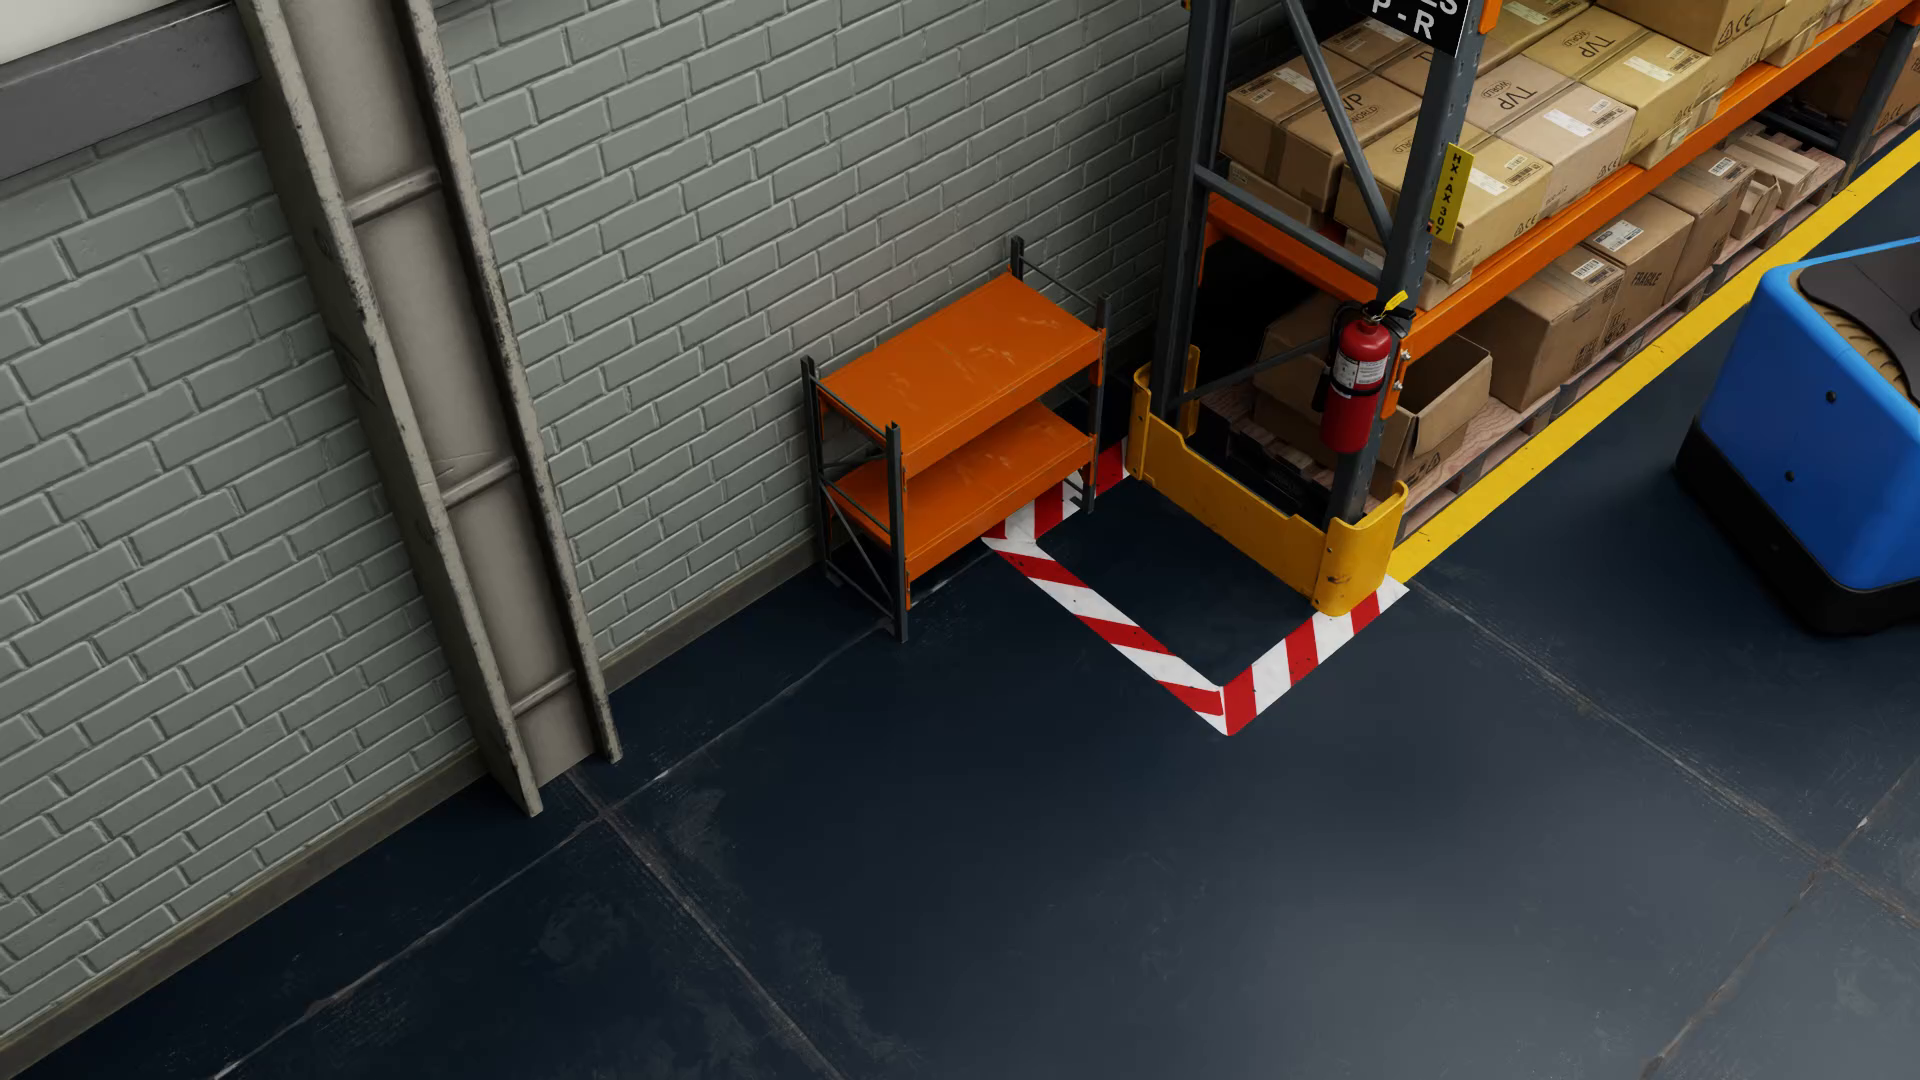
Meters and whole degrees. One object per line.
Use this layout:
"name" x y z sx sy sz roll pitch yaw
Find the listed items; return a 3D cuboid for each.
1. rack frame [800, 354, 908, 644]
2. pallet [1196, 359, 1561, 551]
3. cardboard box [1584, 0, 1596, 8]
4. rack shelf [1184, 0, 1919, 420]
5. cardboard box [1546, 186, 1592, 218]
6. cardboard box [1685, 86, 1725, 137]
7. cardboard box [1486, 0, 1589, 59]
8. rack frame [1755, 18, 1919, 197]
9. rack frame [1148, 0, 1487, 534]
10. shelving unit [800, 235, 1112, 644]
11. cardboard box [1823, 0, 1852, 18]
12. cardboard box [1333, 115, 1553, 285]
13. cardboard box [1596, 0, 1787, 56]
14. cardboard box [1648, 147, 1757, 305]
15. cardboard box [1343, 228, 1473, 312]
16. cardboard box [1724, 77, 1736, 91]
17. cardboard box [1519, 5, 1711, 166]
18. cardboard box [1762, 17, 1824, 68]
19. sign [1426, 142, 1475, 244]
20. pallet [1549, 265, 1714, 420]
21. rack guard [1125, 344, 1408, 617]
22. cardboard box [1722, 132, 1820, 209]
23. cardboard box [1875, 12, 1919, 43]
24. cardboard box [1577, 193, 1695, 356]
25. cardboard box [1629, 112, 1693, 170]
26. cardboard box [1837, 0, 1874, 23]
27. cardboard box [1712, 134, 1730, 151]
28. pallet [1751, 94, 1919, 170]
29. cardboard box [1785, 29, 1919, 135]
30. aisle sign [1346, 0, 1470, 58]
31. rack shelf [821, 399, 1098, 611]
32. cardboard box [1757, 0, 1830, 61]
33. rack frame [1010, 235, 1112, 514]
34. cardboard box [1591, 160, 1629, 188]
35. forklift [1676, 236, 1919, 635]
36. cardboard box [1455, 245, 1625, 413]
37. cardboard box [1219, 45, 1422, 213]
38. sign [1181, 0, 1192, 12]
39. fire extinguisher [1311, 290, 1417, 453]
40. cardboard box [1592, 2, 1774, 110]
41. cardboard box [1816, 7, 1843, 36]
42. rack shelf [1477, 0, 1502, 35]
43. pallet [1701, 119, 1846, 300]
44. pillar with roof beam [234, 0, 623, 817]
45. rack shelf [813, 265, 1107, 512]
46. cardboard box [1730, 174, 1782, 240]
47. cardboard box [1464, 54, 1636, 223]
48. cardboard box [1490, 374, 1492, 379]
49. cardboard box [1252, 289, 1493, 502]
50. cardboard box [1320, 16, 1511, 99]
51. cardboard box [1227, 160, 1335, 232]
"rack frame" -0.379 -0.126 6.101 0.032 1.125 0.500 -34 56 -27
"pallet" 1.780 -0.549 7.113 1.213 0.211 1.003 -34 56 -27
"cardboard box" 2.435 -2.239 6.675 0.500 0.250 0.500 -34 56 -27
"rack shelf" 2.614 -1.808 6.866 4.000 0.370 1.077 -34 56 -27
"cardboard box" 2.118 -1.382 6.155 0.250 0.149 0.380 -32 55 -26
"cardboard box" 2.730 -1.742 6.487 0.250 0.149 0.380 -33 55 -26
"cardboard box" 2.048 -1.981 6.437 0.500 0.250 0.500 -32 55 -26
"rack frame" 4.094 -3.040 7.514 0.127 3.000 1.000 -34 56 -27
"rack frame" 1.134 -1.063 5.690 0.127 3.000 1.000 -34 56 -27
"shelving unit" -0.004 -0.378 6.333 1.048 1.125 0.538 -34 56 -27
"cardboard box" 3.520 -2.450 6.869 0.500 0.250 0.500 -34 56 -27
"cardboard box" 1.651 -1.191 5.707 0.500 0.250 0.500 -33 56 -27
"cardboard box" 2.761 -2.187 6.116 0.500 0.500 0.500 -32 55 -26
"cardboard box" 3.077 -1.523 7.529 0.500 0.500 0.700 -36 57 -28
"cardboard box" 1.562 -0.991 5.794 0.250 0.149 0.380 -34 56 -27
"cardboard box" 2.874 -1.907 6.640 0.250 0.149 0.380 -34 56 -27
"cardboard box" 2.397 -1.692 6.170 0.500 0.250 0.500 -35 56 -28
"cardboard box" 3.291 -2.122 6.838 0.250 0.149 0.380 -35 56 -28
"sign" 1.499 -1.061 5.099 0.005 0.325 0.100 -34 56 -27
"pallet" 2.682 -1.149 7.667 1.213 0.211 1.003 -34 56 -27
"rack guard" 1.190 -0.253 6.643 0.348 0.500 1.175 -34 56 -27
"cardboard box" 3.879 -1.781 8.006 0.250 0.149 0.380 -35 56 -28
"cardboard box" 4.538 -2.588 8.071 0.250 0.149 0.380 -31 55 -26
"cardboard box" 2.768 -1.217 7.247 0.500 0.500 0.500 -33 55 -27
"cardboard box" 2.549 -1.601 6.357 0.250 0.149 0.380 -35 56 -28
"cardboard box" 3.674 -2.378 7.074 0.250 0.149 0.380 -32 55 -26
"cardboard box" 3.446 -2.073 8.165 0.500 0.311 0.500 -32 55 -26
"pallet" 4.670 -2.517 8.929 1.213 0.211 1.003 -34 56 -27
"cardboard box" 4.603 -2.452 8.387 0.500 0.500 0.500 -31 55 -26
"aisle sign" 1.281 -1.751 4.556 0.004 0.787 0.394 -34 56 -27
"rack shelf" -0.004 -0.212 6.513 1.000 0.278 0.538 -34 56 -27
"cardboard box" 3.142 -2.211 6.649 0.500 0.250 0.500 -34 56 -27
"rack frame" 0.372 -0.630 6.566 0.032 1.125 0.500 -34 56 -27
"cardboard box" 2.311 -1.517 6.279 0.250 0.149 0.380 -33 55 -27
"forklift" 4.563 -1.262 5.920 3.031 2.935 1.130 -13 49 -12
"cardboard box" 2.309 -1.010 7.056 0.500 0.500 0.700 -32 55 -26
"cardboard box" 1.296 -1.484 5.978 0.500 0.250 0.500 -32 55 -26
"sign" 0.776 -1.874 5.436 0.005 0.325 0.100 -34 56 -27
"fire extinguisher" 1.336 -0.586 5.556 0.183 0.674 0.296 -34 56 -27
"cardboard box" 2.761 -1.957 6.414 0.500 0.250 0.500 -35 56 -28
"cardboard box" 3.461 -2.263 6.968 0.250 0.149 0.380 -32 55 -26
"rack shelf" 2.614 -2.825 5.764 4.000 0.370 1.077 -34 56 -27
"pallet" 3.585 -1.756 8.227 1.213 0.211 1.003 -34 56 -27
"pillar with roof beam" 1.429 0.087 0.547 0.400 9.000 9.100 -34 56 -27
"rack shelf" -0.004 -0.576 6.118 1.000 0.278 0.538 -34 56 -27
"cardboard box" 3.615 -1.644 7.801 0.258 0.266 0.396 -32 55 -26
"cardboard box" 2.024 -1.440 5.937 0.500 0.250 0.500 -33 55 -27
"cardboard box" 1.991 -0.678 6.989 0.250 0.149 0.380 -36 57 -28
"cardboard box" 1.651 -0.609 6.684 0.637 0.503 0.797 -36 57 -28
"cardboard box" 1.678 -1.739 6.213 0.500 0.250 0.500 -34 56 -27
"cardboard box" 1.199 -1.287 6.068 0.250 0.149 0.380 -34 56 -28
